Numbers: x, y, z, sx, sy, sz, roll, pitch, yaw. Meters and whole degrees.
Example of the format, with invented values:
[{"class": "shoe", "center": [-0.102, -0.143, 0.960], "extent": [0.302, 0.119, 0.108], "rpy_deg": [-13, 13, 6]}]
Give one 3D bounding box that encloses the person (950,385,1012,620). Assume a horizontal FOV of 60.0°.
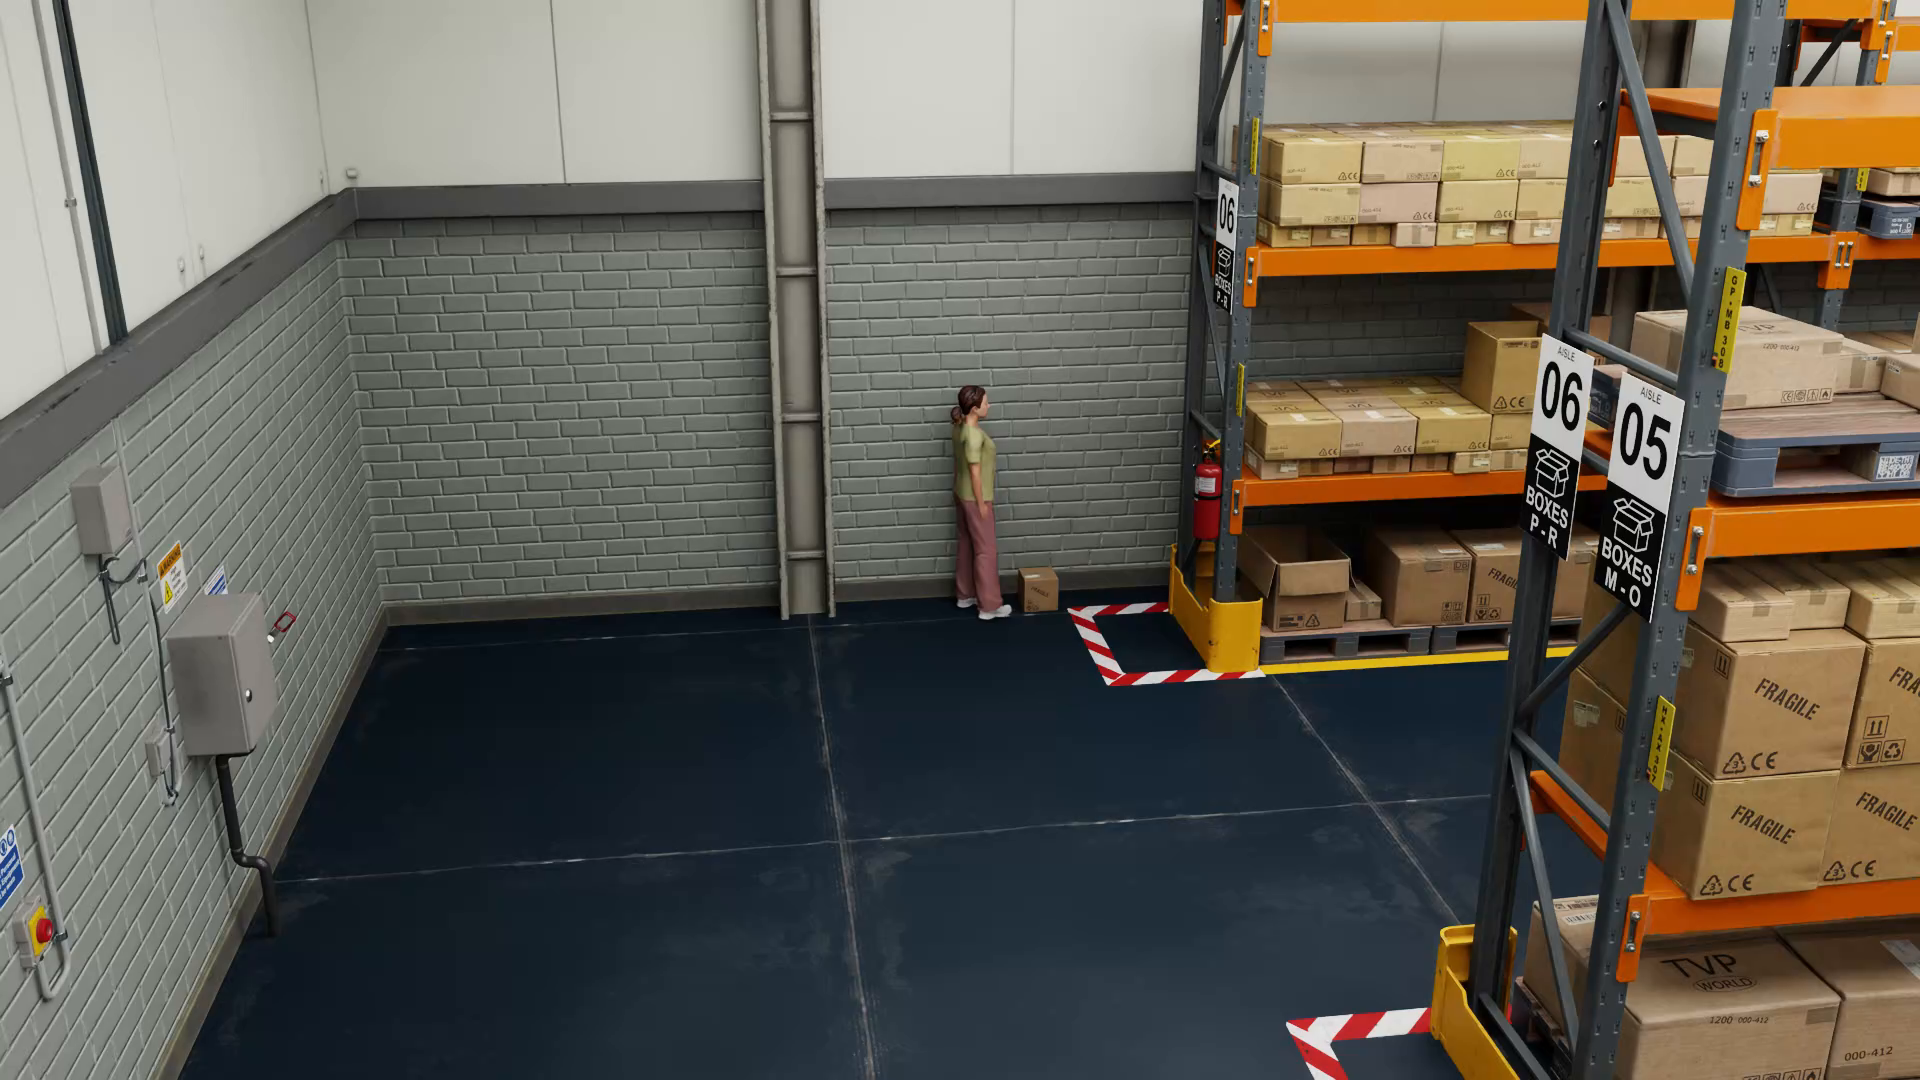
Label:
[{"class": "person", "center": [0.139, -0.281, 11.836], "extent": [0.424, 1.676, 0.533], "rpy_deg": [-6, 21, -16]}]
